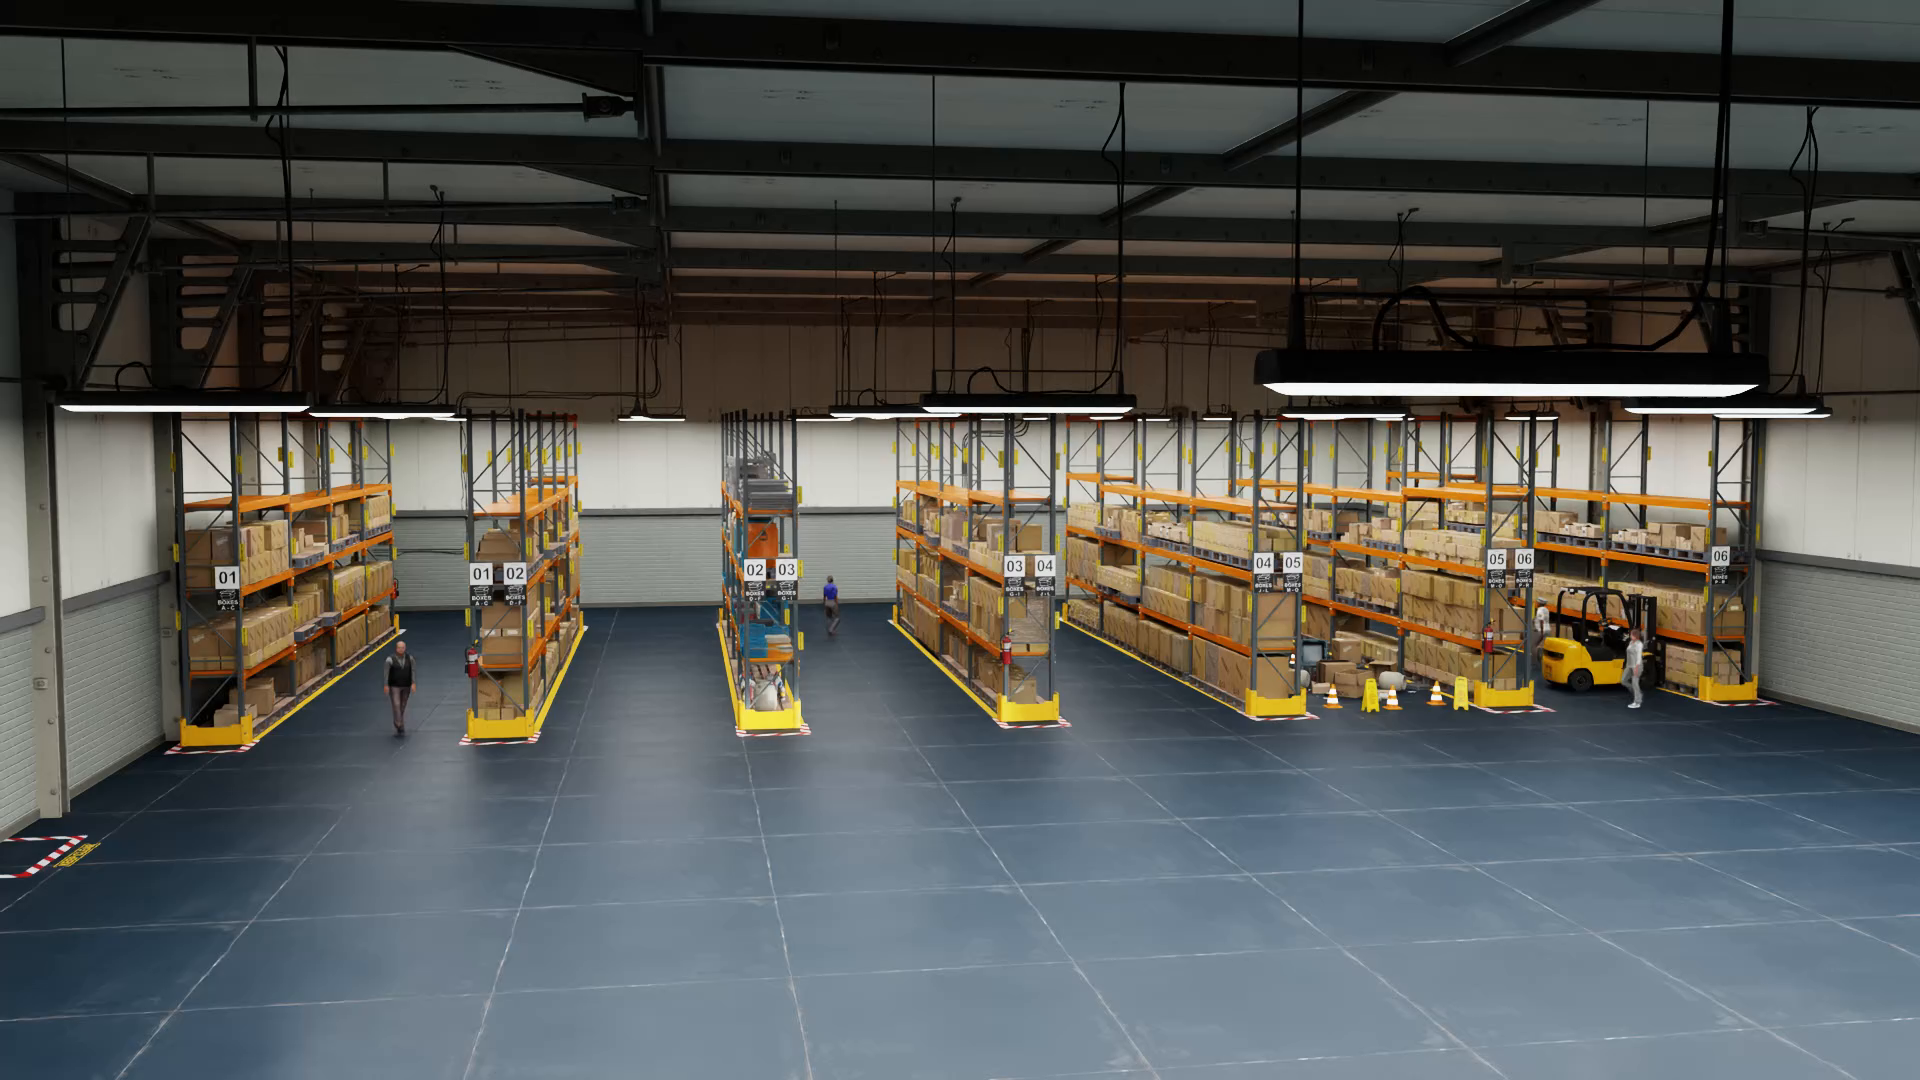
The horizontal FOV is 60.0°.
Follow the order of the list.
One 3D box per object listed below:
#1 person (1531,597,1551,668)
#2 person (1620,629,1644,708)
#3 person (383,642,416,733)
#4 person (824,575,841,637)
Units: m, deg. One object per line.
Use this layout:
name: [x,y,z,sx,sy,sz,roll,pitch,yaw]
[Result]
person: [13.649,2.198,38.937,0.452,1.722,0.612,-2,4,-22]
person: [13.562,2.582,33.427,0.432,1.578,0.427,-1,4,-17]
person: [-10.352,2.712,30.822,0.555,1.661,1.053,-3,5,-41]
person: [-3.480,1.780,44.722,0.502,1.658,0.461,2,5,32]
